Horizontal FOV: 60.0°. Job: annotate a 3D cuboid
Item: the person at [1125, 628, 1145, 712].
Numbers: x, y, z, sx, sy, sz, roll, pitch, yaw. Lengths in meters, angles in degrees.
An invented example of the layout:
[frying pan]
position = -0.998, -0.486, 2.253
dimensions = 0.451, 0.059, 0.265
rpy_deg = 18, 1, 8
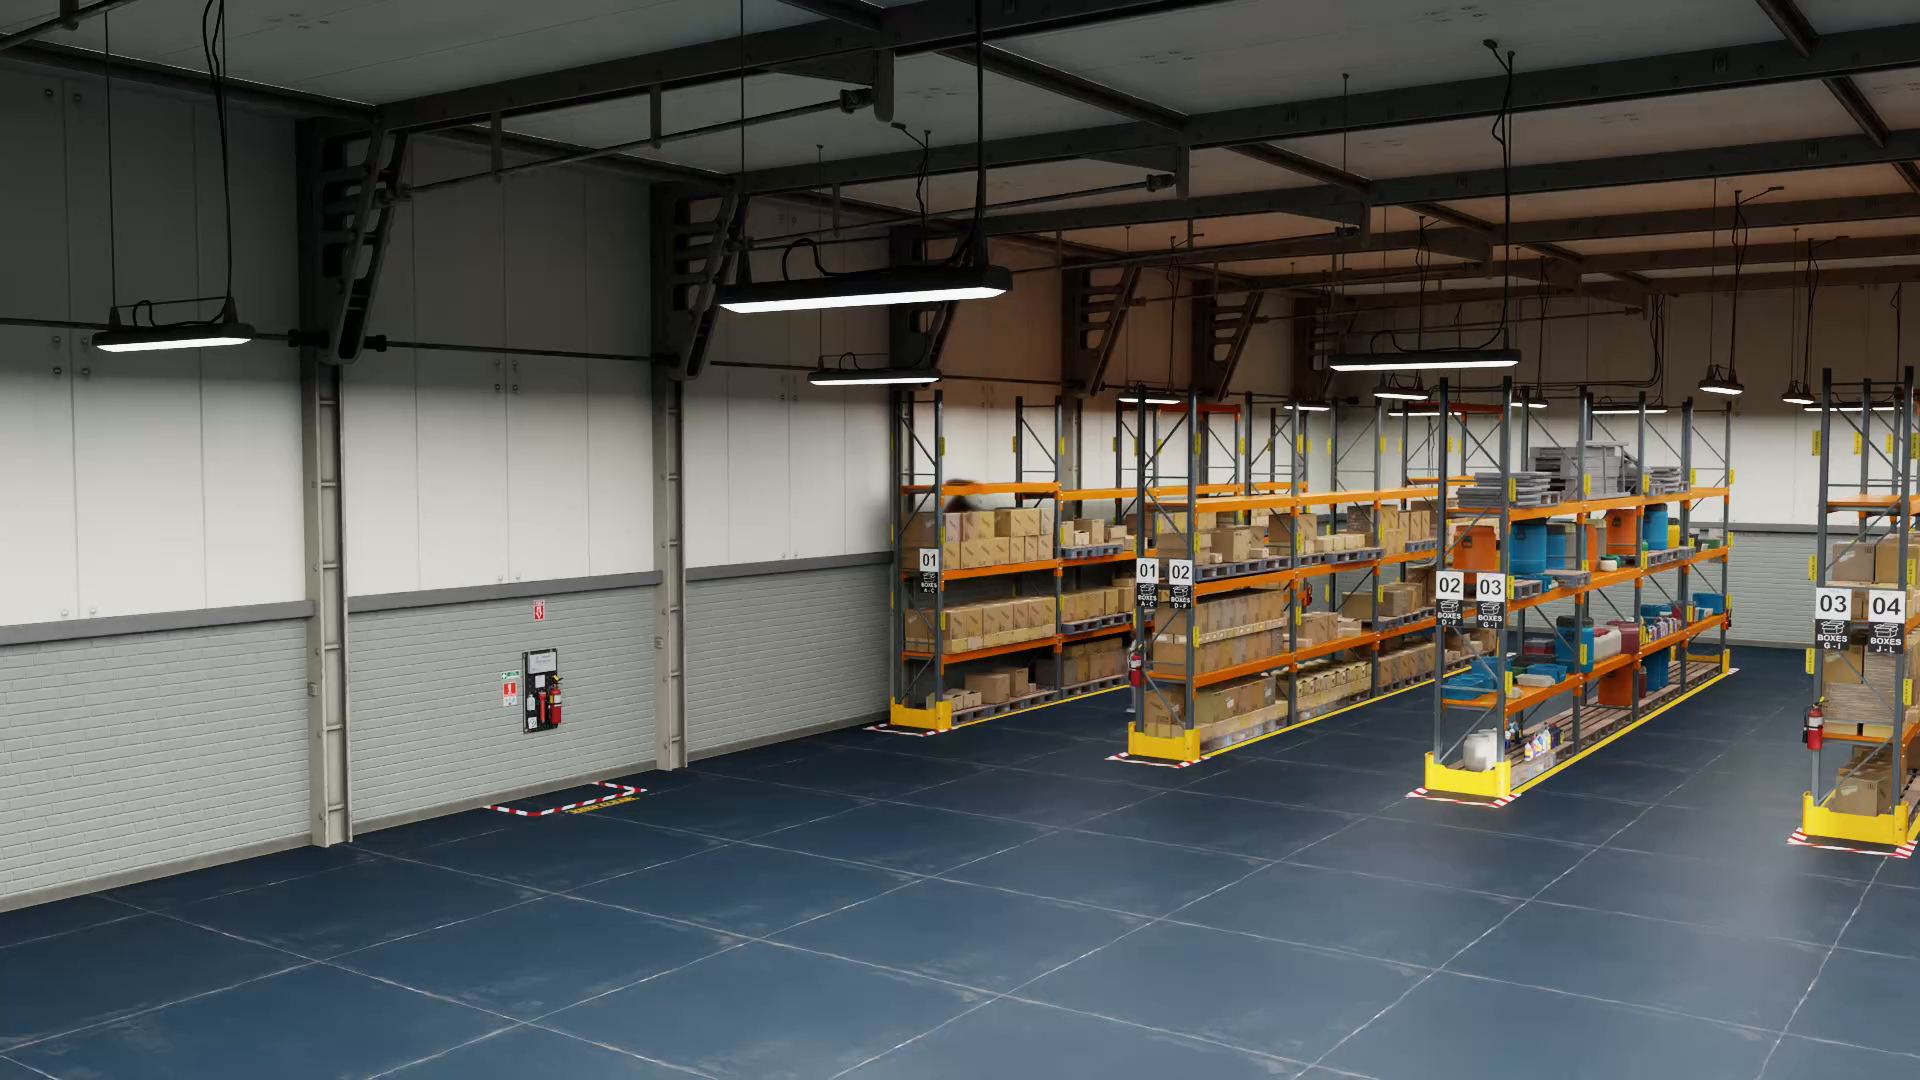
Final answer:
[person]
position = 3.295, 2.442, 31.196
dimensions = 0.356, 1.613, 0.484
rpy_deg = 2, 4, 34
